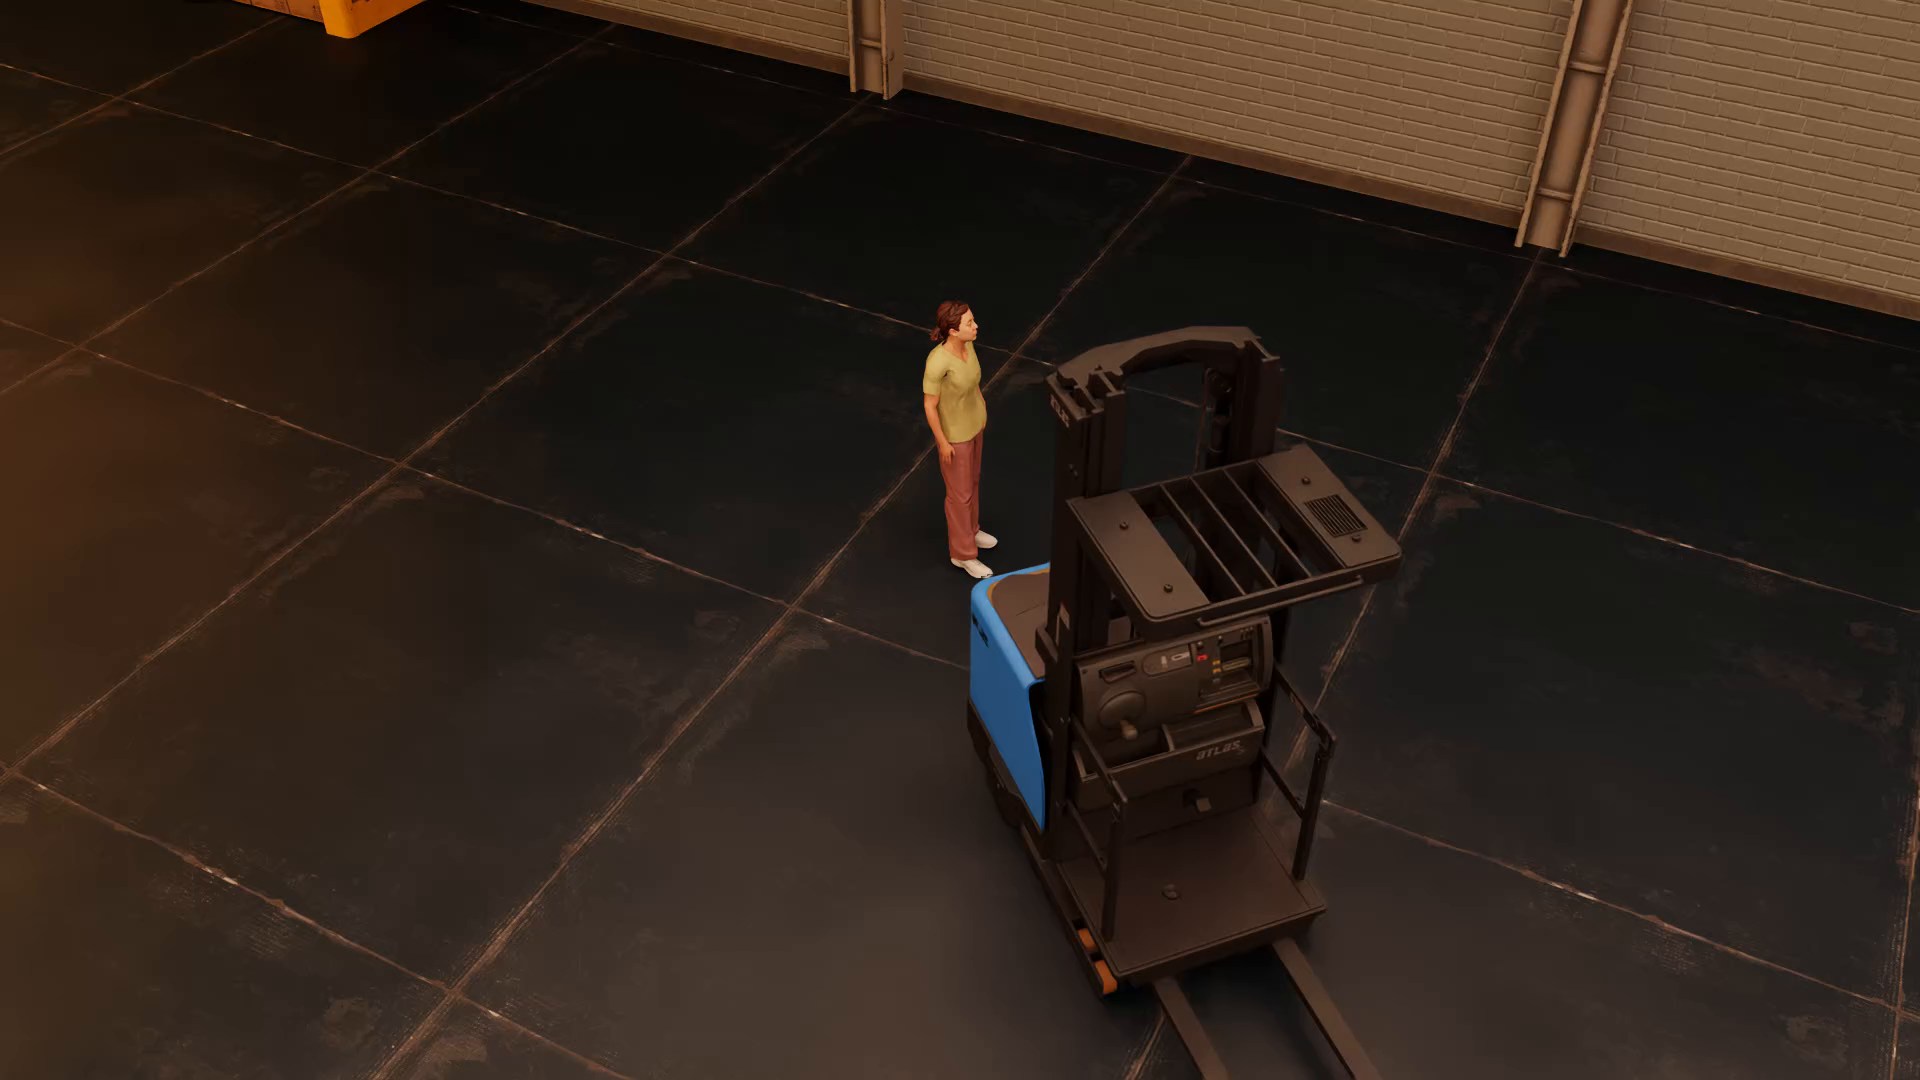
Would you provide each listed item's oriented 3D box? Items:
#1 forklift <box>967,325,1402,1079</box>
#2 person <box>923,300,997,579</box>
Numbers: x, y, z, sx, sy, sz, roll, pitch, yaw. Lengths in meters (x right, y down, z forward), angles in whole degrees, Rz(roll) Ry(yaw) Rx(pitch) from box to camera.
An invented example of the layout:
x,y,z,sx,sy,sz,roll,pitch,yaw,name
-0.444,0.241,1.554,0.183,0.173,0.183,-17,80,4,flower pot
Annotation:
x,y,z,sx,sy,sz,roll,pitch,yaw,name
1.034,0.687,7.170,1.130,2.935,3.031,-14,42,-16,forklift
0.074,-0.520,9.758,0.517,1.427,0.554,18,43,21,person
